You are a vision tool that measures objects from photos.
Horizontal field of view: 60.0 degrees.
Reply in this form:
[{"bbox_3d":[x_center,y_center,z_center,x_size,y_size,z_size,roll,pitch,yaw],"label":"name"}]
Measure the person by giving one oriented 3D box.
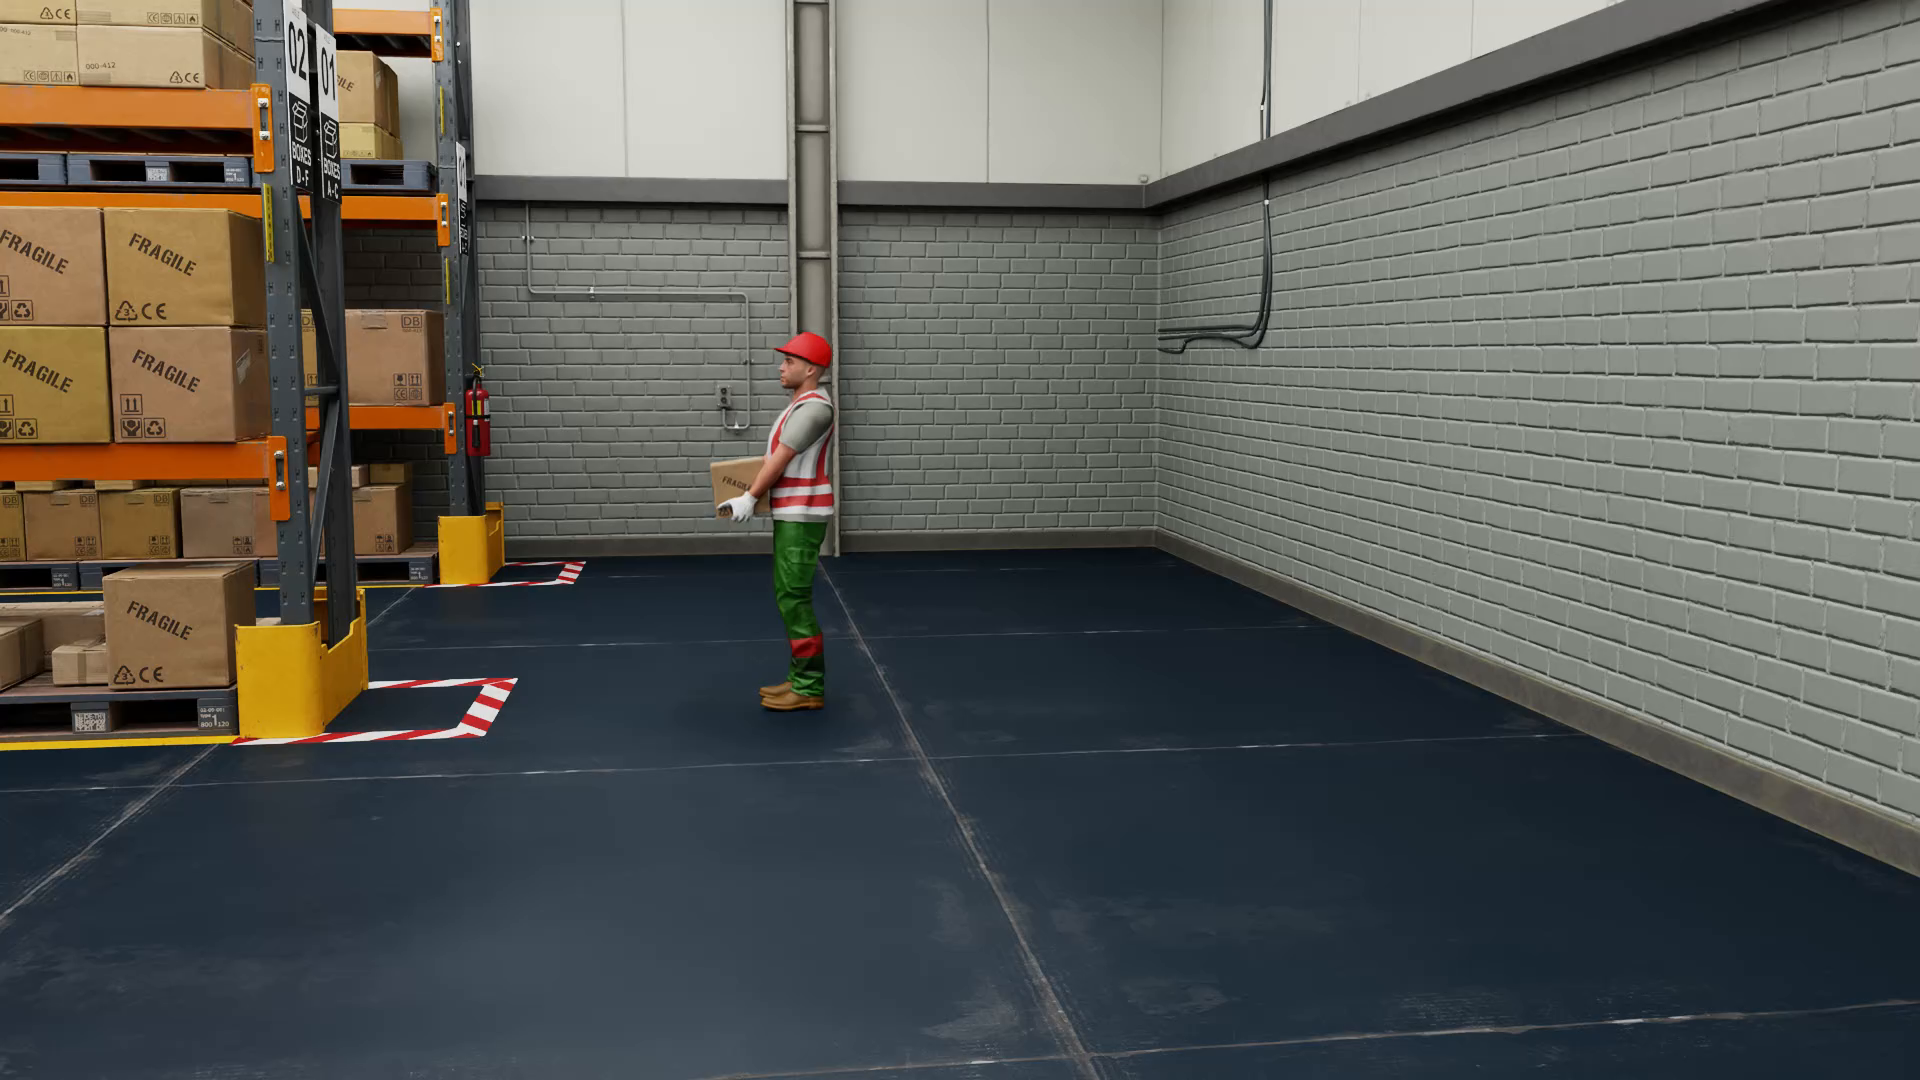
[{"bbox_3d":[-0.873,-0.091,7.927,0.563,1.784,0.494,-1,6,-8],"label":"person"}]
